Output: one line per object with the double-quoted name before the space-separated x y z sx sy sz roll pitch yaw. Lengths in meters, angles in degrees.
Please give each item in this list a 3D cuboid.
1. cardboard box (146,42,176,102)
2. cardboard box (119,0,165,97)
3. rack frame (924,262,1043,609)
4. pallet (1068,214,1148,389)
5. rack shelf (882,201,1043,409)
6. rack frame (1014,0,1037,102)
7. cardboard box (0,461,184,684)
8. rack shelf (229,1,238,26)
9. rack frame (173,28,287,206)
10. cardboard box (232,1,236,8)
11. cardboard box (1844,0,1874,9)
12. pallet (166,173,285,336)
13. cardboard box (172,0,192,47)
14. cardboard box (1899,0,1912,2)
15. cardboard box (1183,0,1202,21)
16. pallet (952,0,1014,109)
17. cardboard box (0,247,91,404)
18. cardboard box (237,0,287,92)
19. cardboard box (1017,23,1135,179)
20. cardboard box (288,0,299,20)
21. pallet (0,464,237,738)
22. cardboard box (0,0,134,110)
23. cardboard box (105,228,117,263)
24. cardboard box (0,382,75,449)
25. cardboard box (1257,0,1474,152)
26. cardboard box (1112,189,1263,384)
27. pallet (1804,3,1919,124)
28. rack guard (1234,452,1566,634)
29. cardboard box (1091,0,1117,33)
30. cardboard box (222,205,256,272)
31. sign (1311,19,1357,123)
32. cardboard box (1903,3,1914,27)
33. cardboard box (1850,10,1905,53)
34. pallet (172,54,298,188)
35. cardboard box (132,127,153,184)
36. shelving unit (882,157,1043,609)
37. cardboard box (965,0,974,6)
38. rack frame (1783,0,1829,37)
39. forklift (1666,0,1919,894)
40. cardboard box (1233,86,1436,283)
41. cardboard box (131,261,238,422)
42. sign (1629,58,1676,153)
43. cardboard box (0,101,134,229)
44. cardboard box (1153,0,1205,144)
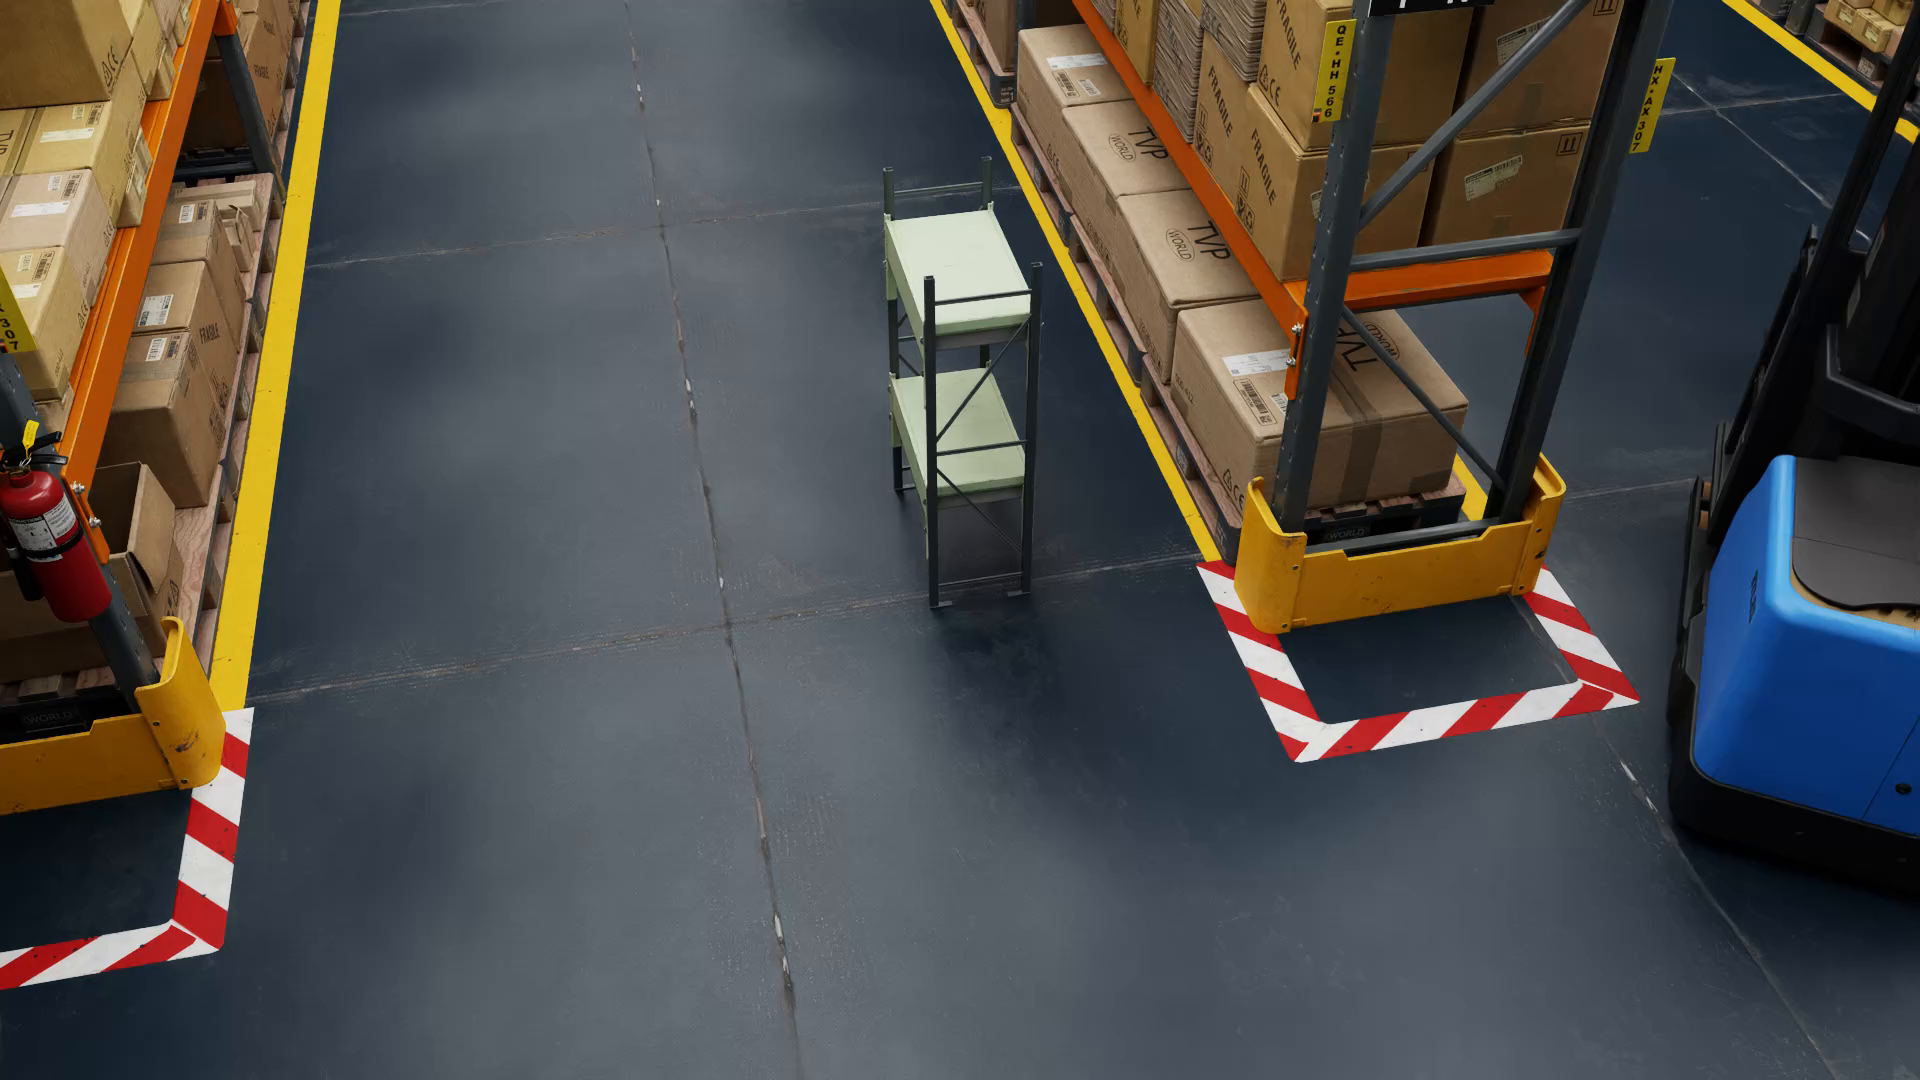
"cardboard box" -3.457 -1.912 6.834 0.380 0.149 0.250 -9 42 -10
"cardboard box" -3.476 -1.955 6.582 0.500 0.250 0.500 -9 42 -10
"rack frame" 0.078 -0.328 5.990 0.400 1.500 0.023 -8 42 -9
"pallet" 1.159 -1.217 7.962 1.003 0.211 1.213 -8 42 -9
"rack shelf" -0.001 -0.857 5.998 0.431 0.370 0.720 -8 42 -9
"rack frame" 0.804 -3.557 8.497 1.000 3.000 0.127 -8 42 -9
"cardboard box" -3.218 0.116 5.924 0.797 0.503 0.637 -10 43 -11
"rack shelf" -4.473 -3.870 9.392 1.077 0.370 4.000 -8 42 -9
"rack frame" -4.042 -2.843 7.693 1.000 3.000 0.127 -8 42 -9
"cardboard box" -3.995 -2.747 8.663 0.380 0.149 0.250 -9 42 -10
"cardboard box" 5.381 -3.253 9.762 0.380 0.149 0.250 -7 42 -7
"pallet" -3.894 -1.355 8.117 1.003 0.211 1.213 -8 42 -9
"cardboard box" -3.569 -2.248 7.212 0.380 0.149 0.250 -7 42 -8
"cardboard box" 5.489 -3.205 9.484 0.380 0.149 0.250 -6 42 -7
"cardboard box" 1.086 -2.309 6.263 0.500 0.500 0.500 -9 42 -10
"pallet" 0.564 -3.003 9.974 1.003 0.211 1.213 -8 42 -9
"cardboard box" -3.013 -0.638 5.098 0.500 0.250 0.500 -8 42 -9
"cardboard box" -4.051 -2.755 9.160 0.500 0.500 0.500 -9 42 -10
"cardboard box" 0.835 -2.333 8.733 0.875 0.438 0.875 -9 42 -10
"cardboard box" -4.260 -3.416 9.905 0.500 0.500 0.500 -10 43 -11
"pallet" -3.368 0.227 6.336 1.003 0.211 1.213 -8 42 -9
"cardboard box" -3.337 -1.891 5.944 0.500 0.500 0.500 -7 42 -8
"cardboard box" -3.230 -1.076 5.892 0.380 0.149 0.250 -8 42 -9
"cardboard box" -2.981 -0.409 5.140 0.380 0.149 0.250 -9 42 -10
"cardboard box" 1.331 -1.654 5.525 0.500 0.500 0.500 -7 42 -8
"cardboard box" 1.222 -1.168 7.420 0.875 0.438 0.875 -7 42 -8
"pallet" 5.795 -2.858 9.811 1.003 0.211 1.213 -8 42 -9
"rack guard" 1.673 -0.013 6.389 1.175 0.500 0.348 -8 42 -9
"cardboard box" 0.855 -2.602 7.347 0.500 0.500 0.500 -8 42 -9
"cardboard box" -3.558 -1.427 7.841 0.396 0.266 0.258 -7 42 -8
"sign" 1.135 -1.417 5.036 0.100 0.325 0.005 -8 42 -9
"cardboard box" 5.611 -2.949 9.420 0.380 0.149 0.250 -9 42 -10
"cardboard box" 5.438 -2.968 9.665 0.380 0.149 0.250 -7 42 -8
"pallet" -4.254 -2.322 9.207 1.003 0.211 1.213 -8 42 -9
"cardboard box" -3.288 -1.419 6.278 0.380 0.149 0.250 -7 42 -8
"shelving unit" -0.001 -0.565 6.257 0.431 1.500 0.755 -8 42 -9
"cardboard box" 0.390 -3.894 10.161 0.875 0.875 0.875 -7 42 -8
"rack frame" 5.616 -4.331 9.370 1.000 3.000 0.127 -8 42 -9
"forklift" 3.419 -0.898 5.553 1.130 2.935 3.031 15 44 16
"cardboard box" 1.305 -1.276 5.853 0.500 0.500 0.500 -8 42 -9
"cardboard box" -3.381 -0.799 6.957 0.500 0.500 0.500 -8 42 -8
"sign" 2.211 -1.393 5.348 0.100 0.325 0.005 -8 42 -9
"cardboard box" -3.235 -1.293 5.836 0.500 0.250 0.500 -9 42 -10
"cardboard box" 1.091 -1.935 6.596 0.500 0.500 0.500 -7 42 -8
